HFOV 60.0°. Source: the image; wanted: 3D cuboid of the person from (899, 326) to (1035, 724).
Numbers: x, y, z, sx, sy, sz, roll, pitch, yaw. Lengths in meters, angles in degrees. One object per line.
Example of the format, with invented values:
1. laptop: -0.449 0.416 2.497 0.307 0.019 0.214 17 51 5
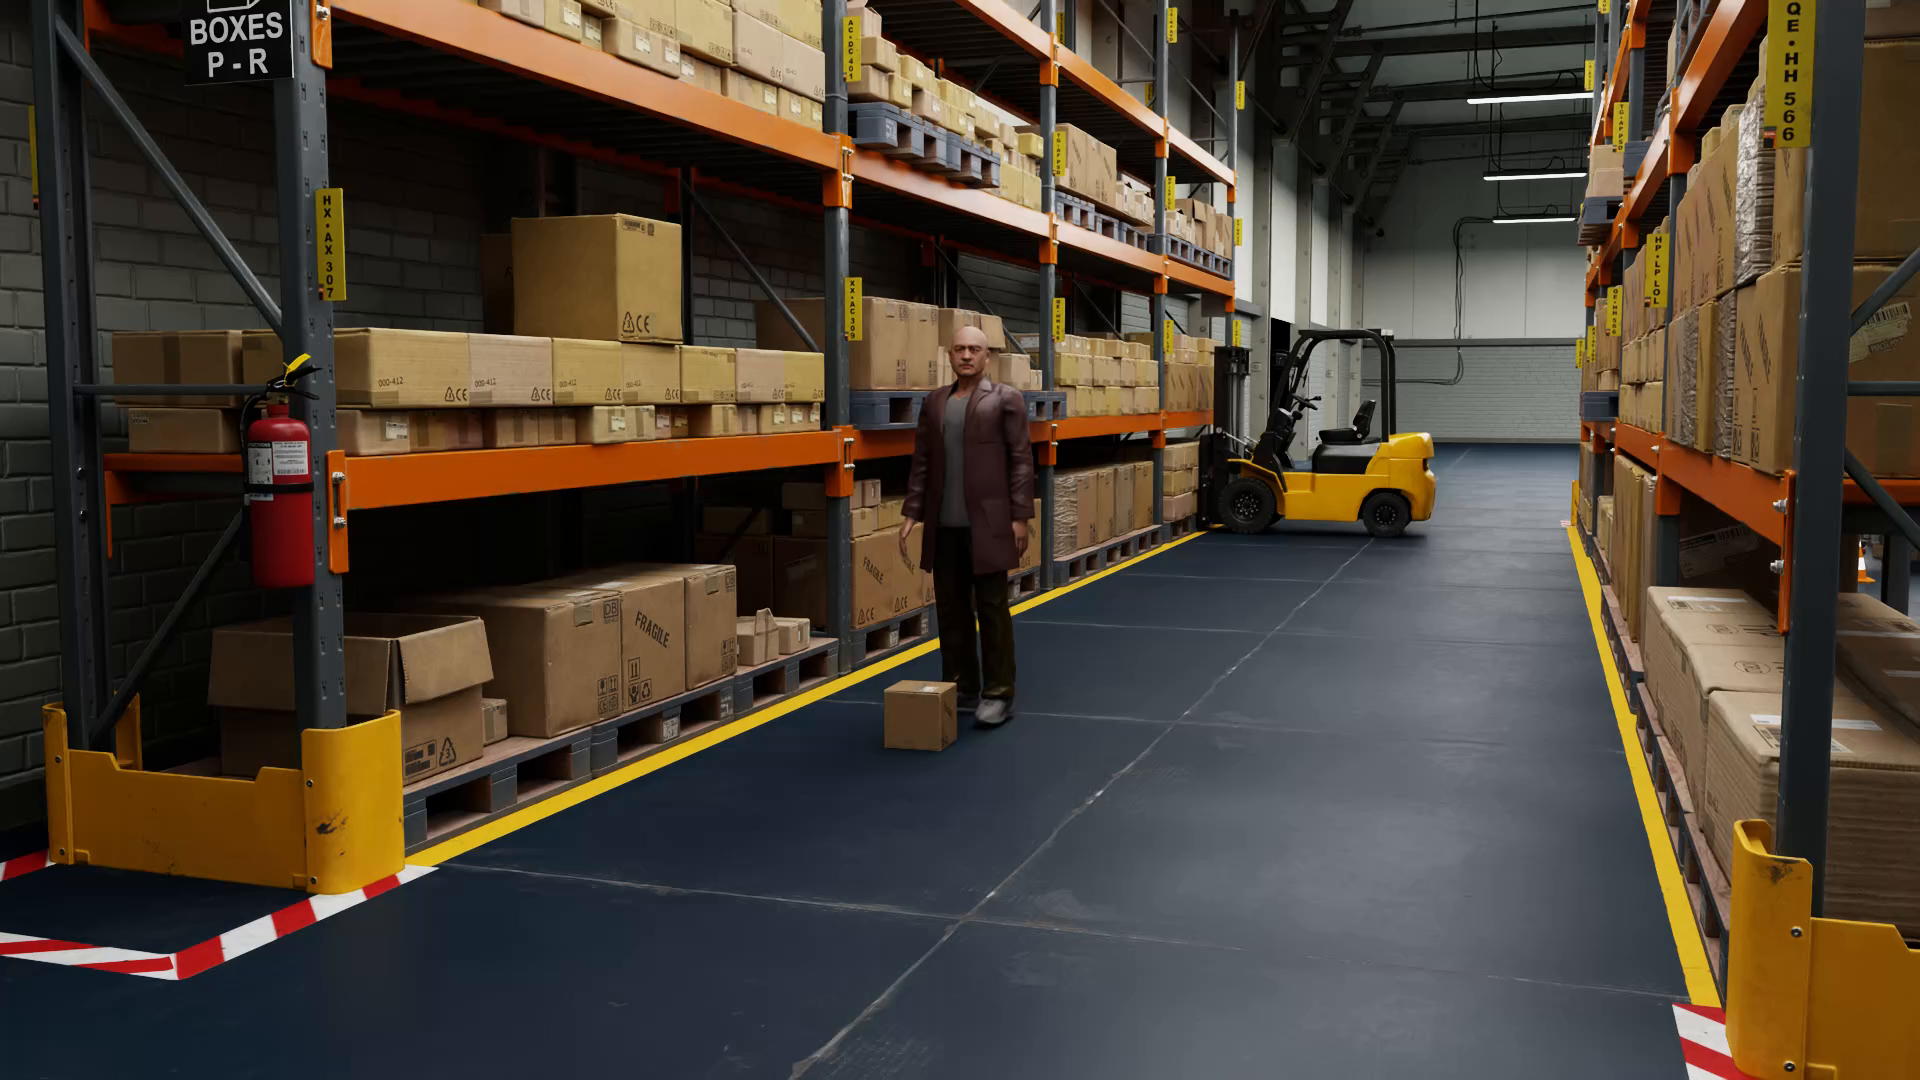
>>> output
1. person: 0.014 -0.079 7.598 0.653 1.786 0.410 3 6 29
